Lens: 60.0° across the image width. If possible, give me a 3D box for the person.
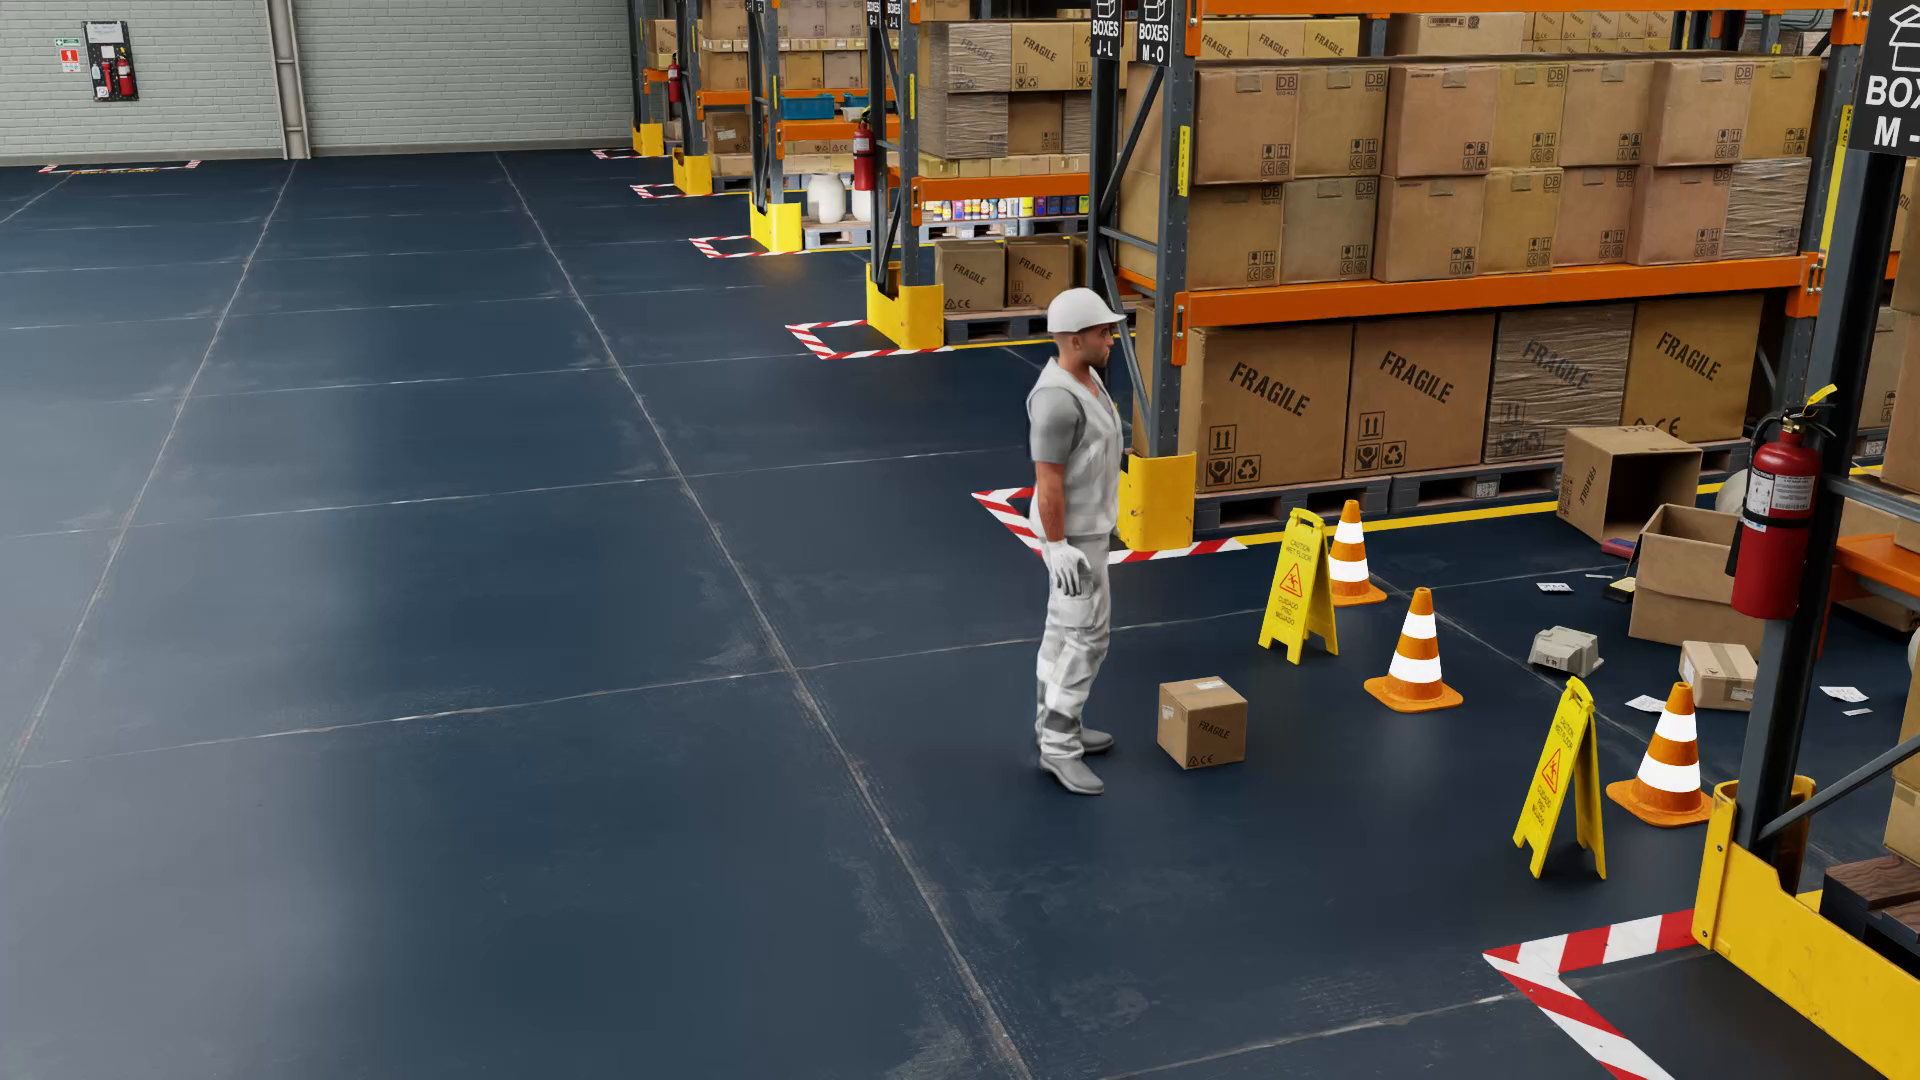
[{"bbox_3d":[0.425,-0.018,6.073,0.338,1.804,0.608,4,20,13],"label":"person"}]
